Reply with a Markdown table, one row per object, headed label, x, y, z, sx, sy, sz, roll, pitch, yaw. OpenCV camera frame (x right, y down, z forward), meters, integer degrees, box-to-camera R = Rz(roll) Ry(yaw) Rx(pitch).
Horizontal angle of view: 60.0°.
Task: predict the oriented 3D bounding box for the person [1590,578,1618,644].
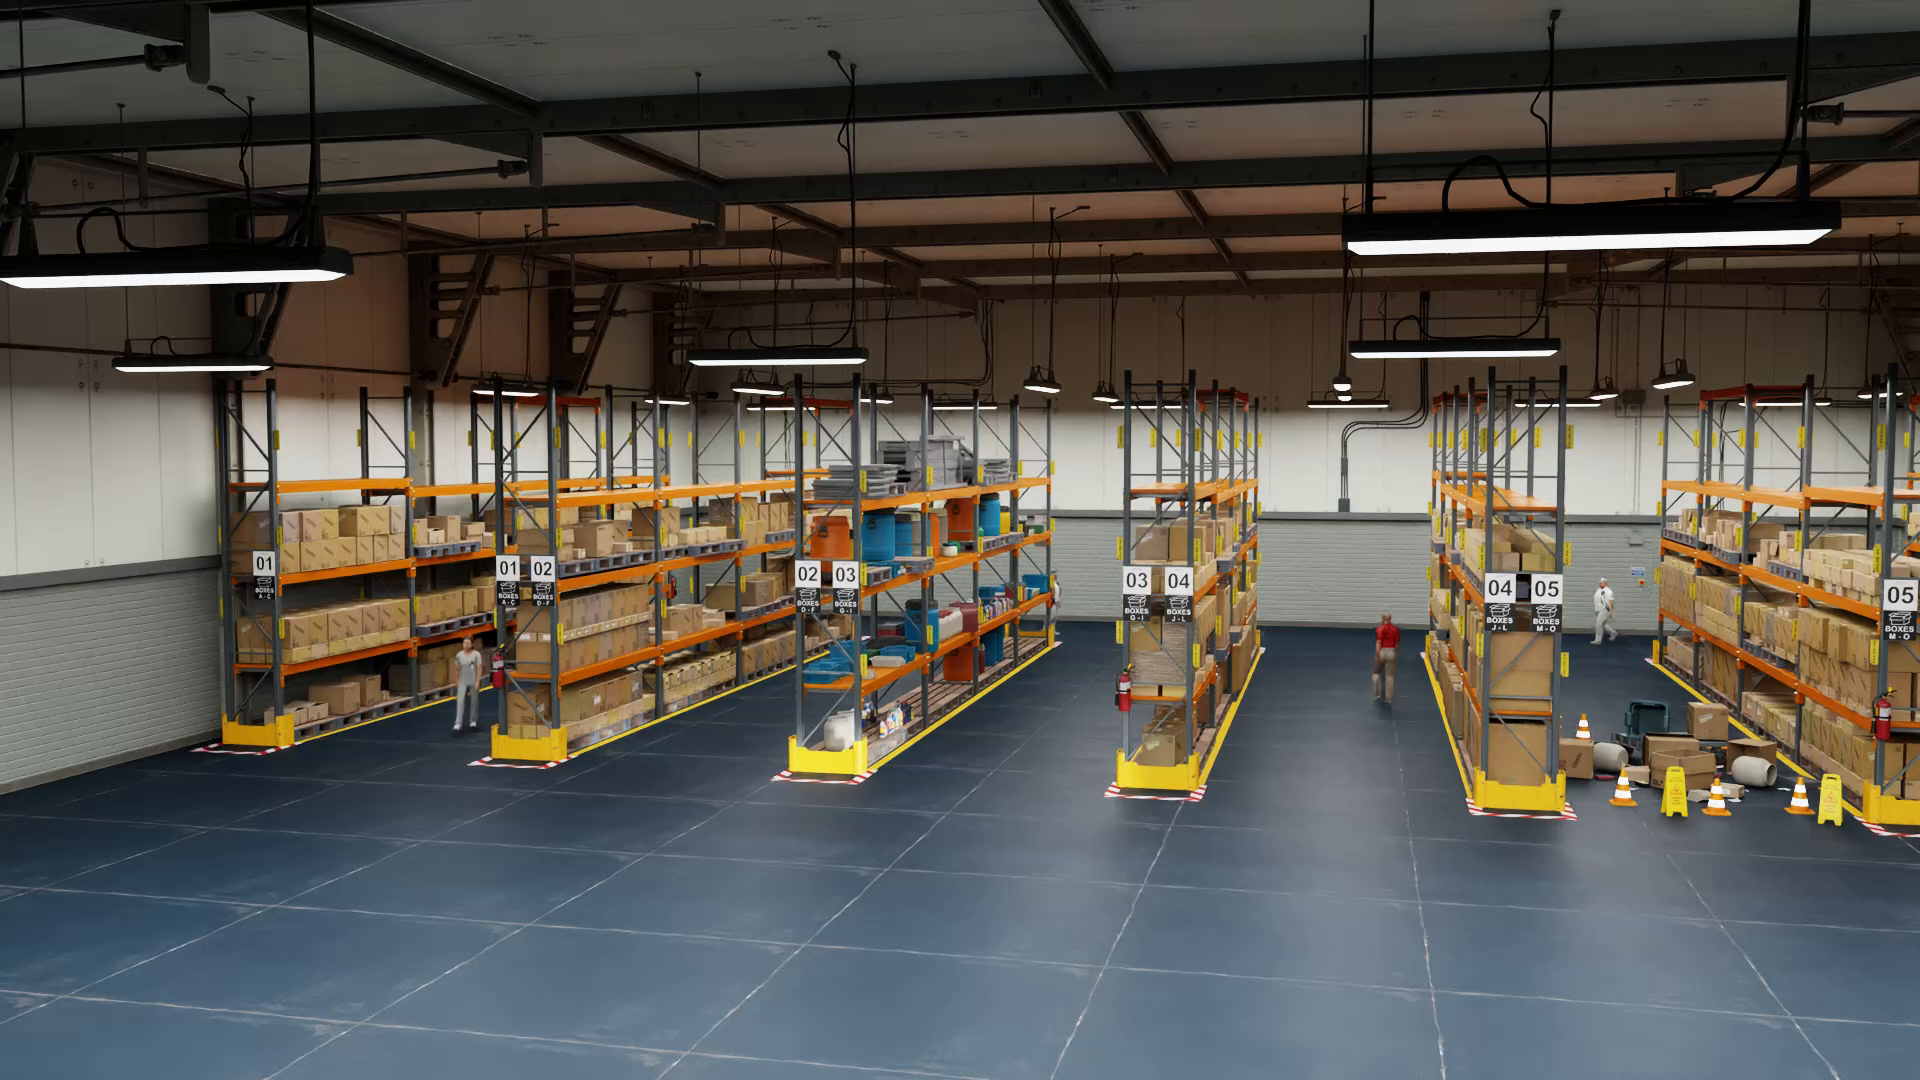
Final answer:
| label | x | y | z | sx | sy | sz | roll | pitch | yaw |
| --- | --- | --- | --- | --- | --- | --- | --- | --- | --- |
| person | 15.797 | 1.732 | 40.713 | 0.877 | 1.625 | 0.477 | -1 | 4 | -14 |

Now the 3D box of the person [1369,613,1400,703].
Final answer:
| label | x | y | z | sx | sy | sz | roll | pitch | yaw |
| --- | --- | --- | --- | --- | --- | --- | --- | --- | --- |
| person | 8.114 | 2.259 | 31.614 | 0.534 | 1.746 | 0.597 | 0 | 3 | 1 |

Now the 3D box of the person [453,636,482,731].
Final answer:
| label | x | y | z | sx | sy | sz | roll | pitch | yaw |
| --- | --- | --- | --- | --- | --- | --- | --- | --- | --- |
| person | -8.449 | 2.455 | 28.538 | 0.486 | 1.612 | 1.042 | -1 | 4 | -15 |

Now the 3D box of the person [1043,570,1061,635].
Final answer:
| label | x | y | z | sx | sy | sz | roll | pitch | yaw |
| --- | --- | --- | --- | --- | --- | --- | --- | --- | --- |
| person | 2.362 | 1.610 | 42.557 | 0.410 | 1.695 | 0.504 | 2 | 4 | 29 |
